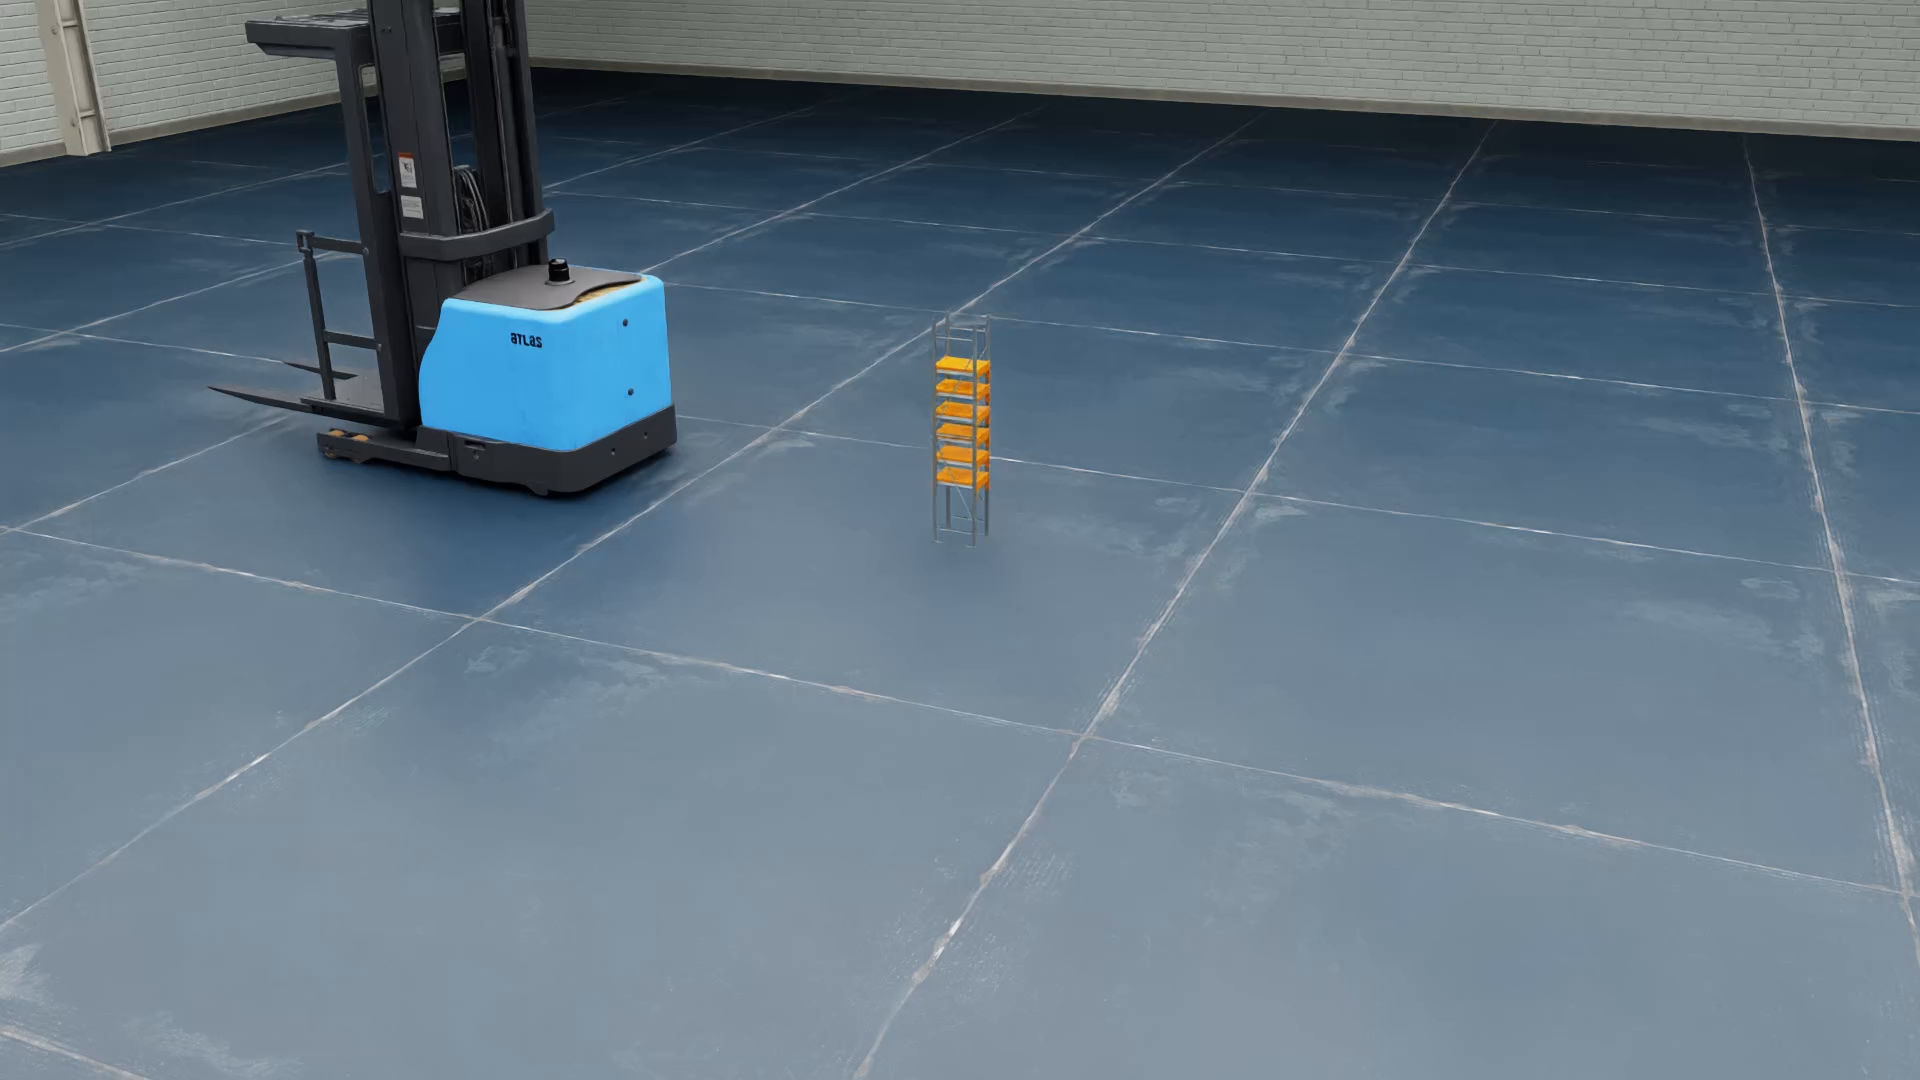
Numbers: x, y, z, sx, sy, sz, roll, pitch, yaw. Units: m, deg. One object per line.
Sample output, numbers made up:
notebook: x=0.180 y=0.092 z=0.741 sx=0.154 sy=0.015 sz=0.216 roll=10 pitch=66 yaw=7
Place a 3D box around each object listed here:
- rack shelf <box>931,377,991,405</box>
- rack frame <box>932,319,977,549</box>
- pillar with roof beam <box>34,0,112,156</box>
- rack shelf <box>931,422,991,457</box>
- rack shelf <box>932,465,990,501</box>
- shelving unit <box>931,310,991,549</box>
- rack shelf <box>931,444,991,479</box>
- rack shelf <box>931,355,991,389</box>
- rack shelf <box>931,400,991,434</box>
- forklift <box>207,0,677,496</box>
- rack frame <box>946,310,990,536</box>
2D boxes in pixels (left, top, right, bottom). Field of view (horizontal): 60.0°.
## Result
rack shelf: x=0.005 y=-0.739 z=8.456 sx=0.258 sy=0.103 sz=0.180 roll=9 pitch=24 yaw=20
rack frame: x=-0.029 y=-0.526 z=8.453 sx=0.240 sy=1.200 sz=0.006 roll=9 pitch=24 yaw=20
pillar with roof beam: x=-6.369 y=-8.146 z=16.576 sx=9.100 sy=9.000 sz=0.400 roll=9 pitch=24 yaw=20
rack shelf: x=0.005 y=-0.518 z=8.548 sx=0.258 sy=0.103 sz=0.180 roll=9 pitch=24 yaw=20
rack shelf: x=0.005 y=-0.296 z=8.641 sx=0.258 sy=0.103 sz=0.180 roll=9 pitch=24 yaw=20
shelving unit: x=0.005 y=-0.559 z=8.531 sx=0.258 sy=1.200 sz=0.189 roll=9 pitch=24 yaw=20
rack shelf: x=0.005 y=-0.407 z=8.595 sx=0.258 sy=0.103 sz=0.180 roll=9 pitch=24 yaw=20
rack shelf: x=0.005 y=-0.850 z=8.410 sx=0.258 sy=0.103 sz=0.180 roll=9 pitch=24 yaw=20
rack shelf: x=0.005 y=-0.629 z=8.502 sx=0.258 sy=0.103 sz=0.180 roll=9 pitch=24 yaw=20
forklift: x=-3.252 y=-1.975 z=9.674 sx=3.031 sy=2.935 sz=1.130 roll=11 pitch=25 yaw=24
rack frame: x=0.039 y=-0.592 z=8.610 sx=0.240 sy=1.200 sz=0.006 roll=9 pitch=24 yaw=20
